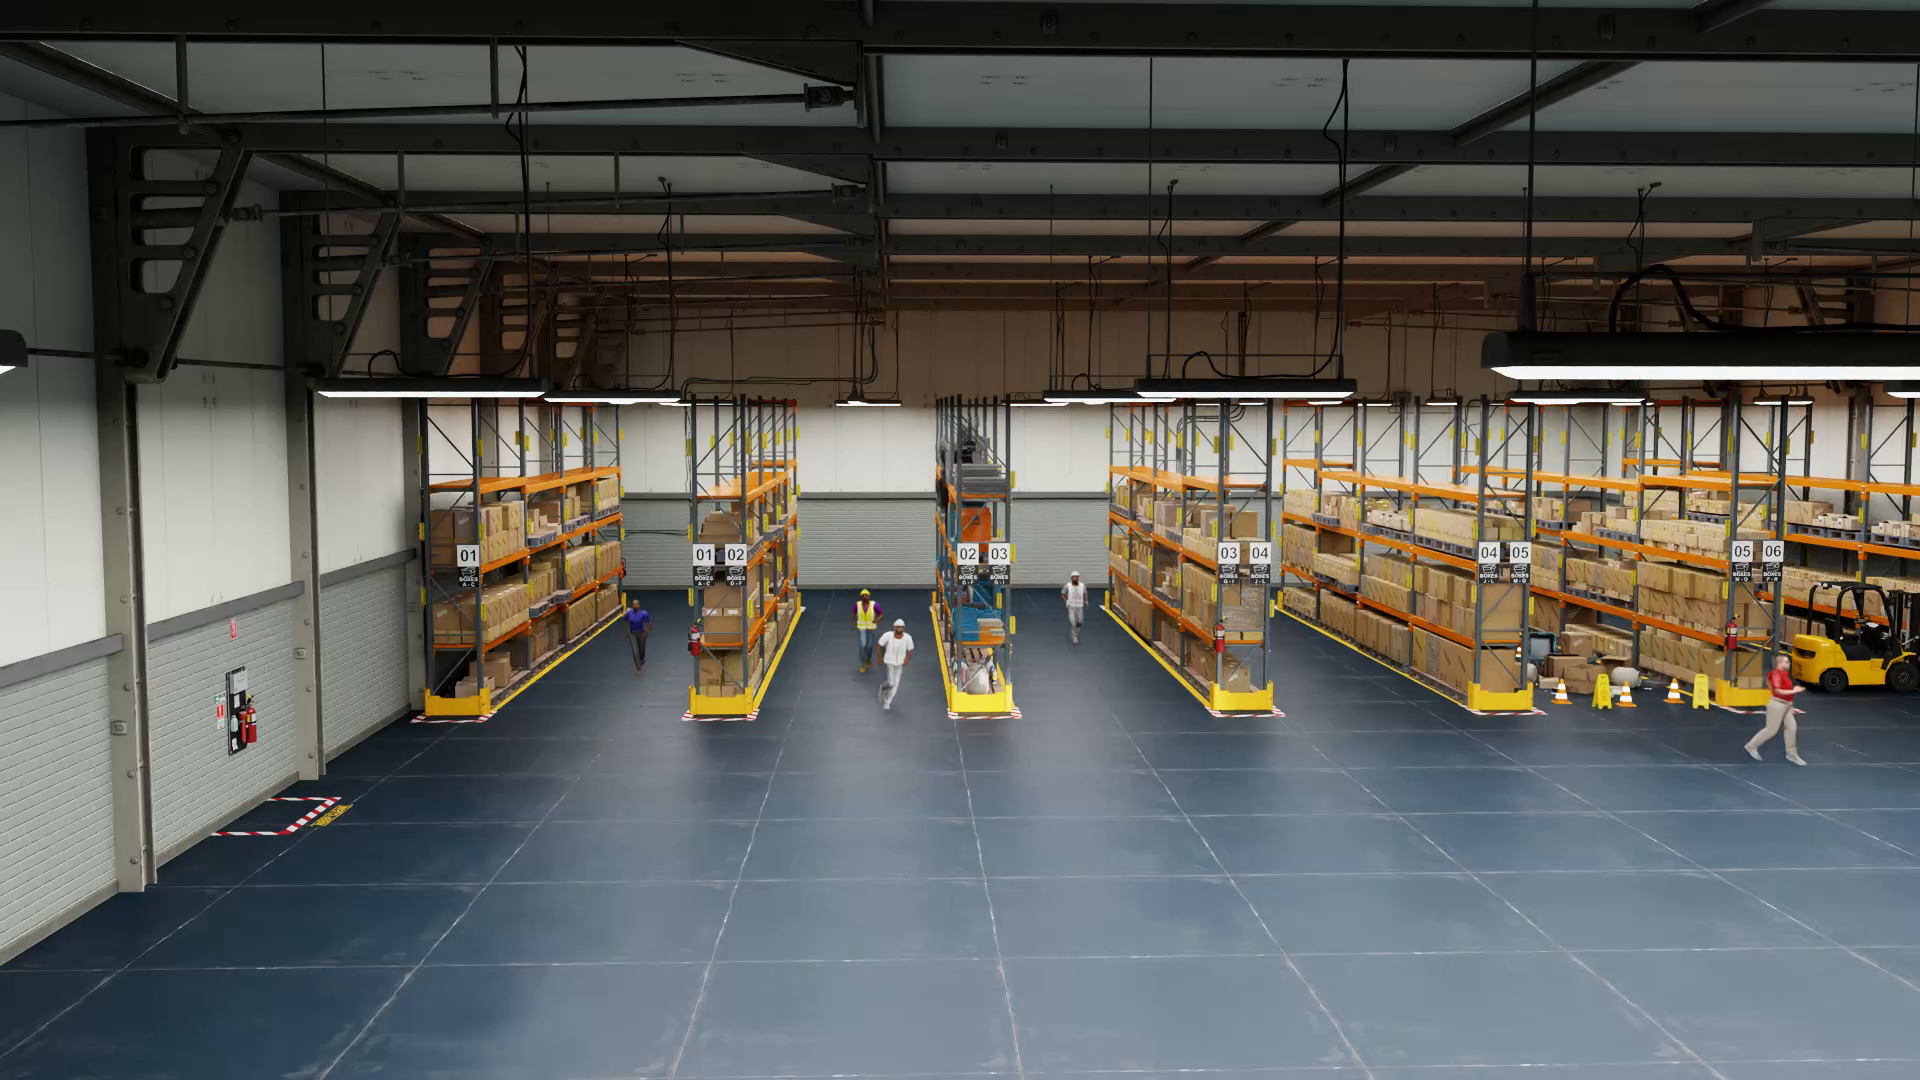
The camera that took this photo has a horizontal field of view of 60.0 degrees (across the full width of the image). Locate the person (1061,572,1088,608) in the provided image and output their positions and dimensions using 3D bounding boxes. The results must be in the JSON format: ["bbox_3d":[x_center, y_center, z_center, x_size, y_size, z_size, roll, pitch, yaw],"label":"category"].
[{"bbox_3d":[2.833,1.235,40.828,0.685,0.910,0.444,-1,5,-7],"label":"person"}]

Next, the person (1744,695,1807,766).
[{"bbox_3d":[13.194,3.060,26.867,0.908,1.109,0.411,3,6,37],"label":"person"}]

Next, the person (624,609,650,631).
[{"bbox_3d":[-6.999,1.726,35.975,0.558,0.507,0.300,0,5,-5],"label":"person"}]

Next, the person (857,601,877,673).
[{"bbox_3d":[-2.042,2.114,36.516,0.433,1.576,0.745,0,5,-3],"label":"person"}]

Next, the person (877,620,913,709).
[{"bbox_3d":[-1.230,2.371,31.947,0.679,1.714,0.590,-2,5,-19],"label":"person"}]
